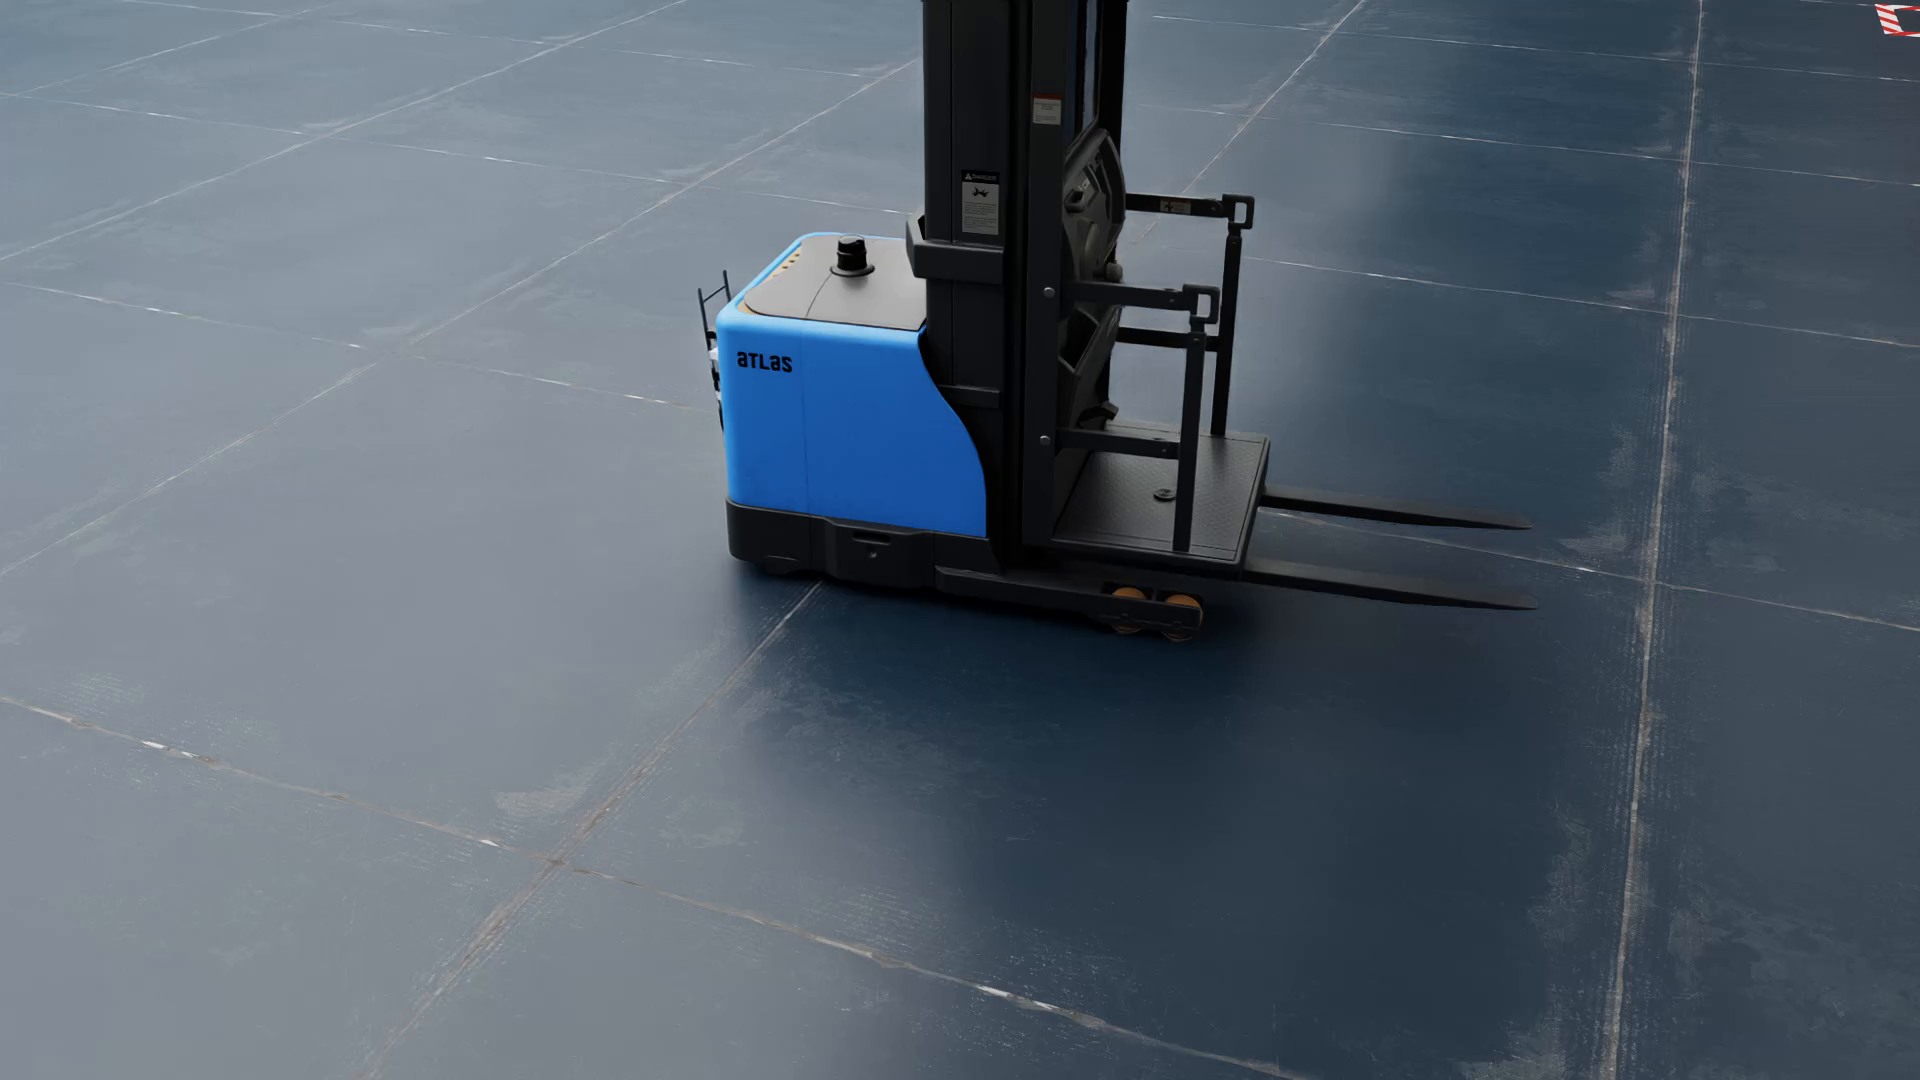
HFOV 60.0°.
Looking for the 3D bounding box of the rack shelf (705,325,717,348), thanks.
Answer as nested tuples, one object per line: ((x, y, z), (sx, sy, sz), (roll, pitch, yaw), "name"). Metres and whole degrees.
((-0.904, -0.872, 6.883), (0.200, 0.077, 0.258), (5, 29, 21), "rack shelf")

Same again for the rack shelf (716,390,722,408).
((-0.878, -0.634, 7.006), (0.200, 0.077, 0.258), (5, 29, 21), "rack shelf")

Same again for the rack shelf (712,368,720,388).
((-0.886, -0.713, 6.965), (0.200, 0.077, 0.258), (5, 29, 21), "rack shelf")

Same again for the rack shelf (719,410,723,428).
((-0.869, -0.554, 7.048), (0.200, 0.077, 0.258), (5, 29, 21), "rack shelf")

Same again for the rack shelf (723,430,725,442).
((-0.861, -0.475, 7.089), (0.200, 0.077, 0.258), (5, 29, 21), "rack shelf")

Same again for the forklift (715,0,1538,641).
((0.666, -1.196, 5.888), (3.031, 2.935, 1.130), (8, 30, 13), "forklift")

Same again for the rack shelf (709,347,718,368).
((-0.895, -0.793, 6.924), (0.200, 0.077, 0.258), (5, 29, 21), "rack shelf")

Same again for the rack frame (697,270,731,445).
((-0.976, -0.672, 7.027), (0.006, 0.900, 0.240), (5, 29, 21), "rack frame")

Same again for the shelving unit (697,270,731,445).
((-0.881, -0.663, 6.991), (0.210, 0.900, 0.258), (5, 29, 21), "shelving unit")
